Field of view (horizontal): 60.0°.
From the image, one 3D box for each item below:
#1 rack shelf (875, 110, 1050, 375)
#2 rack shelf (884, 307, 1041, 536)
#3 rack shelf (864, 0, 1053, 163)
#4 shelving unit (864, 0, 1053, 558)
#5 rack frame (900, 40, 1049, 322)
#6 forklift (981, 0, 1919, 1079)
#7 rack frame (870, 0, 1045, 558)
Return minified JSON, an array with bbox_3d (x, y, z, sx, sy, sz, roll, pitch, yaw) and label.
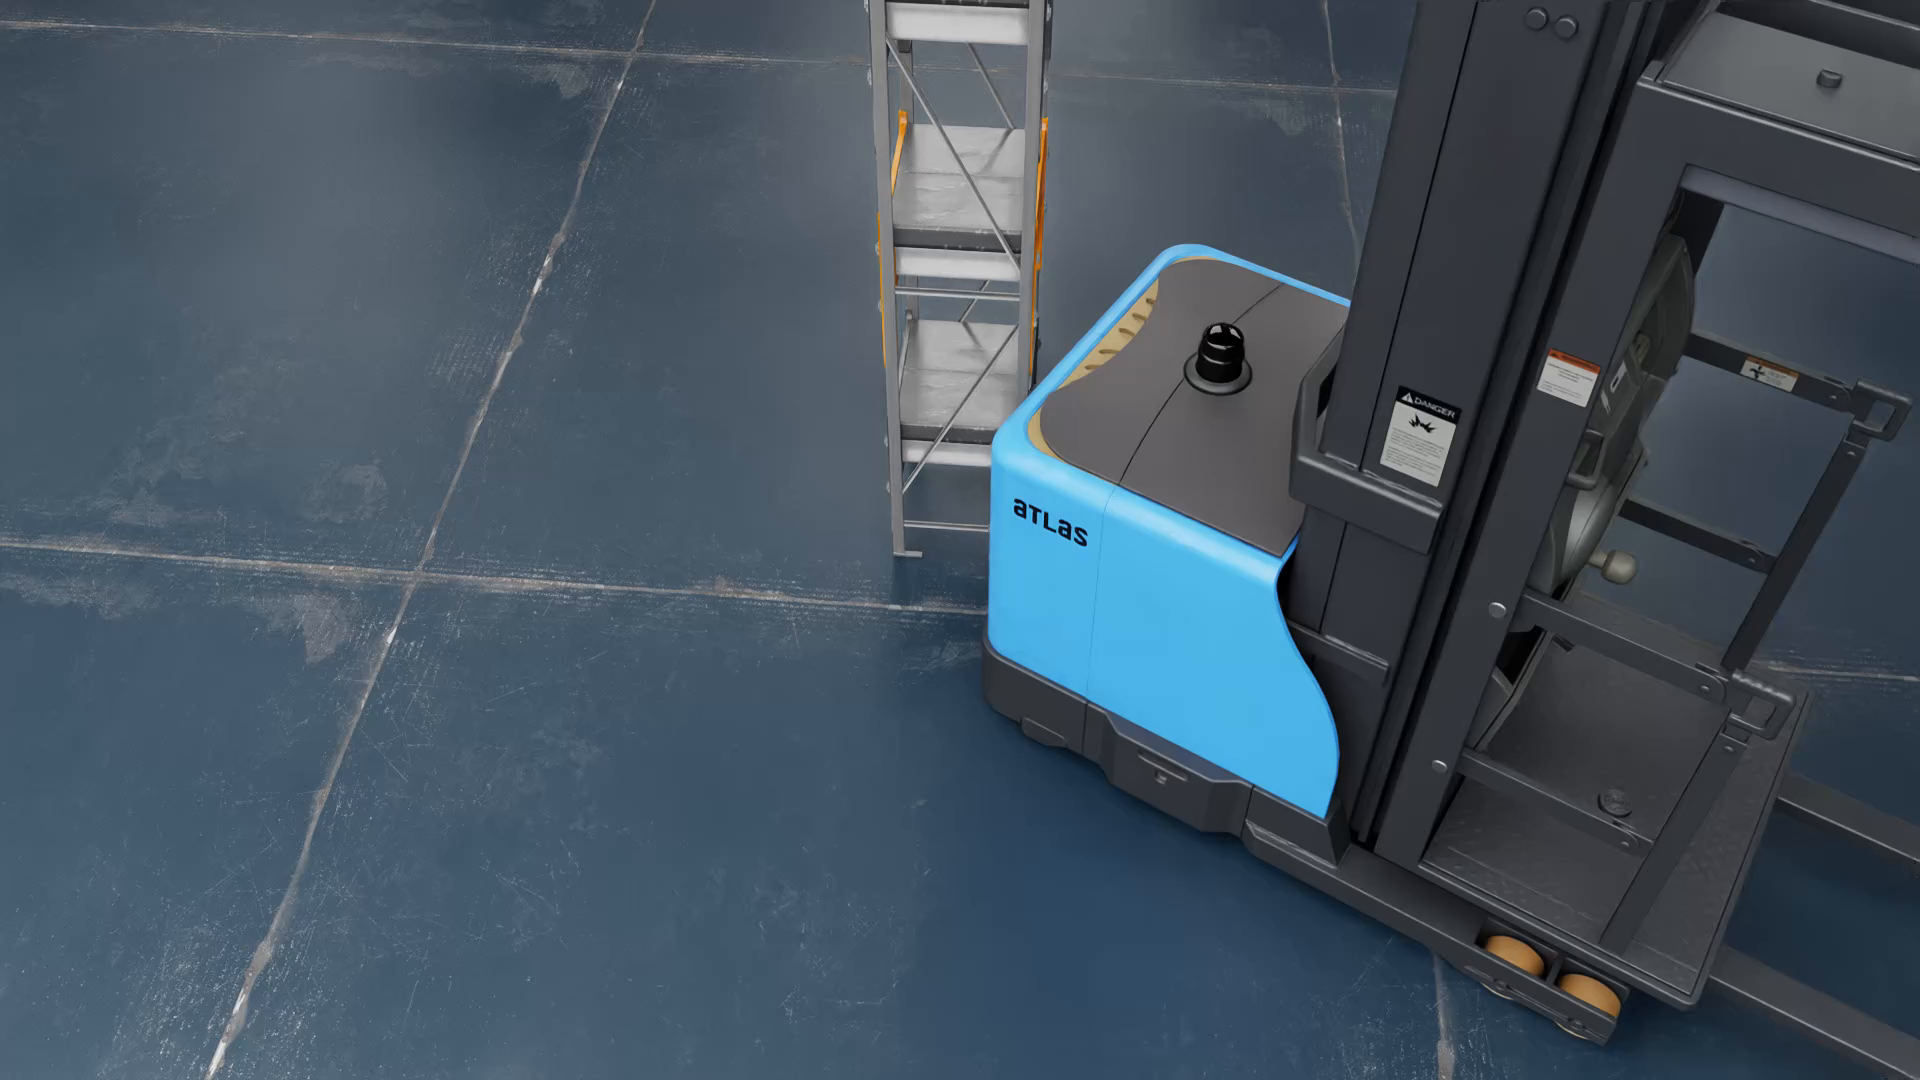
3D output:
[{"bbox_3d":[0.015,-0.821,4.597,0.431,0.518,0.480,4,48,4],"label":"rack shelf"},{"bbox_3d":[0.015,-0.349,5.113,0.431,0.518,0.480,4,48,4],"label":"rack shelf"},{"bbox_3d":[0.015,-1.294,4.080,0.431,0.518,0.480,4,48,4],"label":"rack shelf"},{"bbox_3d":[0.015,-0.830,4.586,0.431,2.100,0.503,4,48,4],"label":"shelving unit"},{"bbox_3d":[0.037,-1.010,4.750,0.400,2.100,0.015,4,48,4],"label":"rack frame"},{"bbox_3d":[1.575,-0.209,3.455,3.031,2.935,1.130,26,53,22],"label":"forklift"},{"bbox_3d":[-0.007,-0.651,4.422,0.400,2.100,0.015,4,48,4],"label":"rack frame"}]
